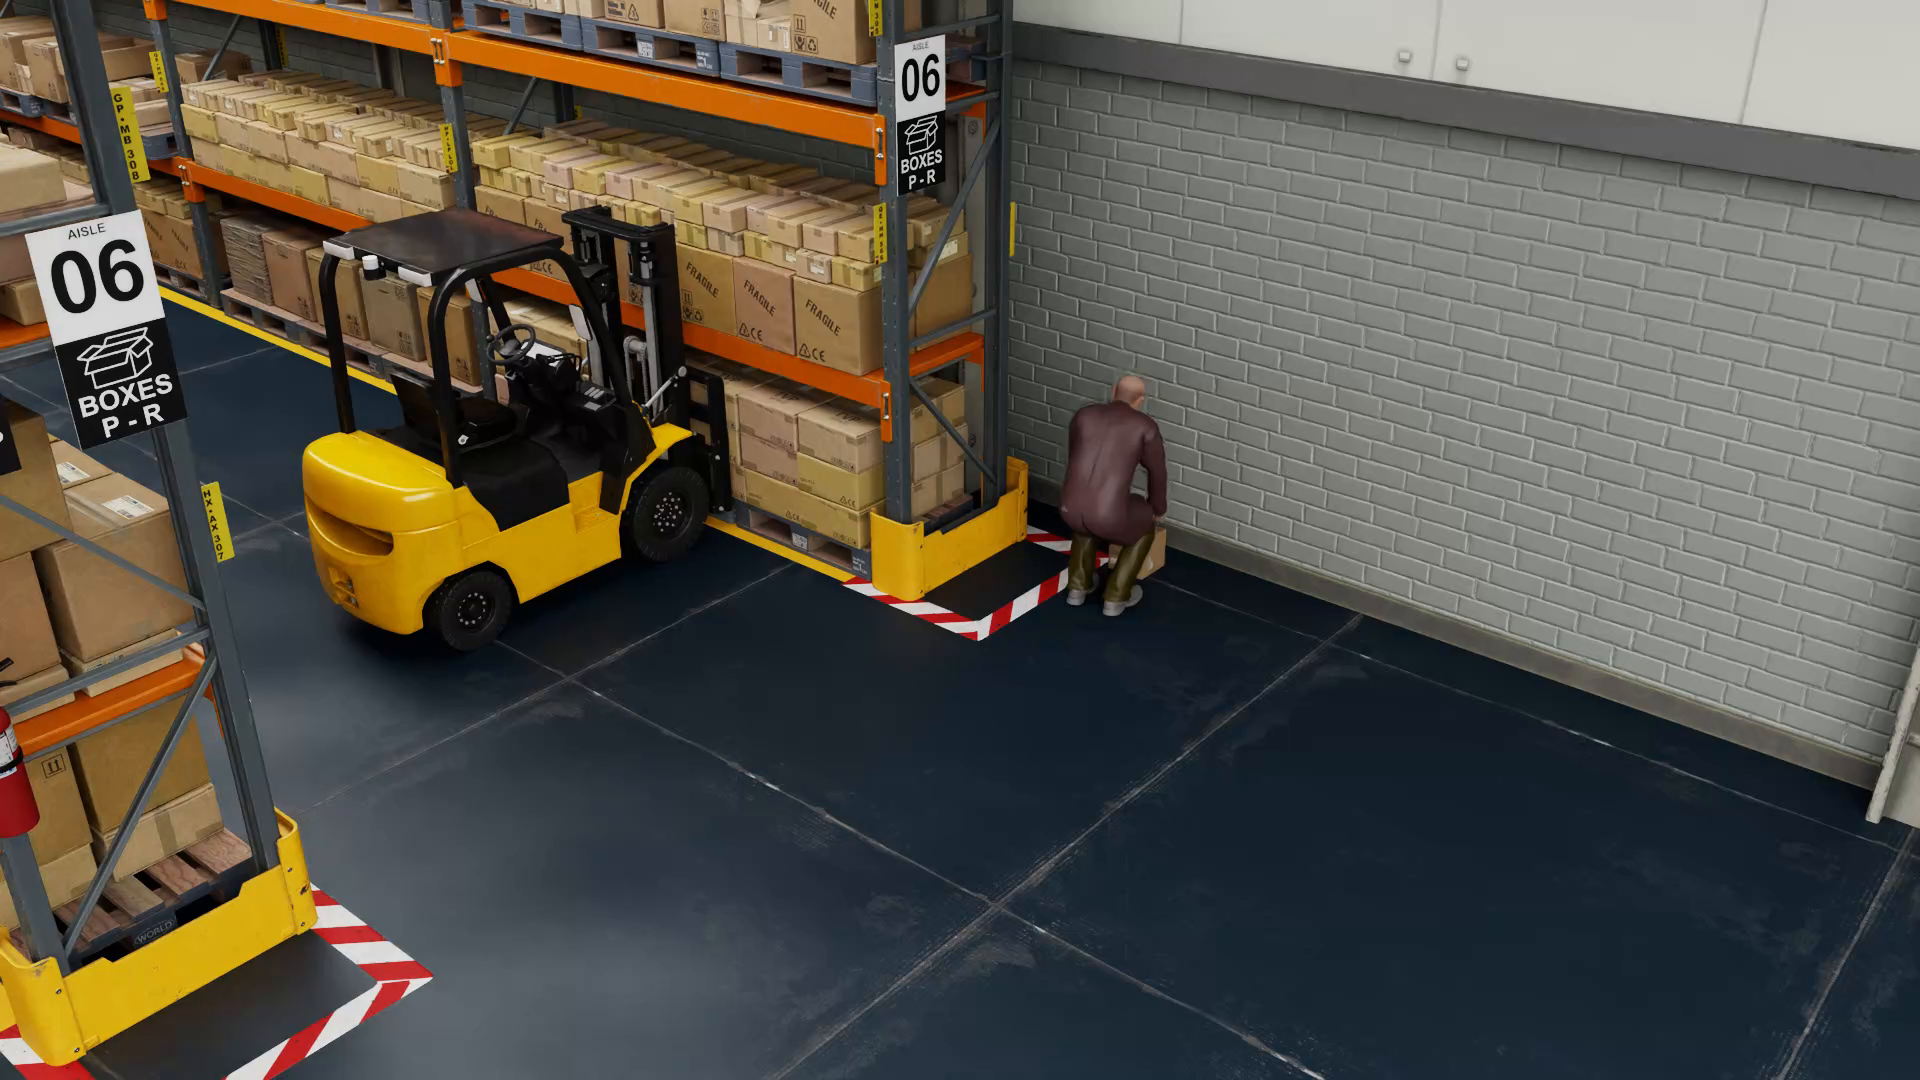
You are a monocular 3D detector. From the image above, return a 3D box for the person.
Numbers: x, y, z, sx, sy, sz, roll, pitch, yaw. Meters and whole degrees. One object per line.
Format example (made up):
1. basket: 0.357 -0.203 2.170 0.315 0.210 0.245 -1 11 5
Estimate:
1. person: 0.851 -0.250 9.667 0.633 1.289 0.780 16 31 28
